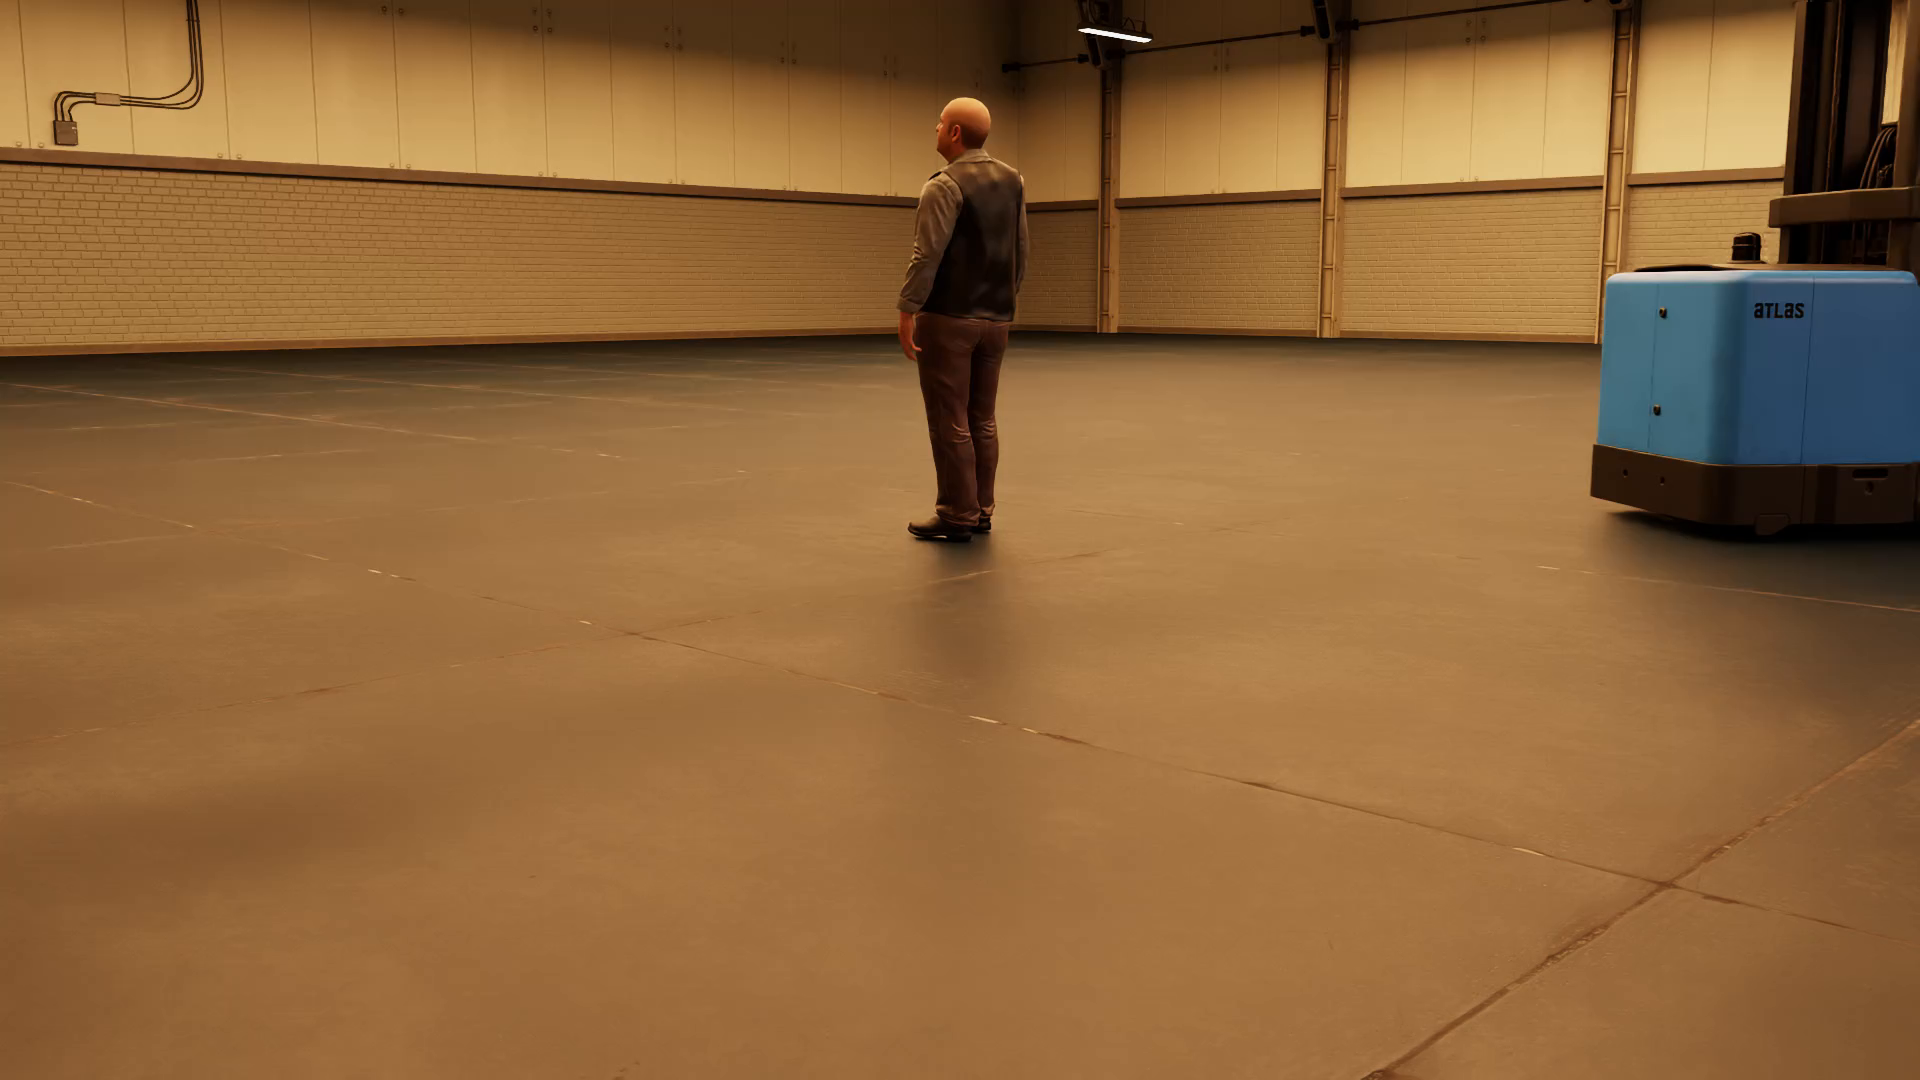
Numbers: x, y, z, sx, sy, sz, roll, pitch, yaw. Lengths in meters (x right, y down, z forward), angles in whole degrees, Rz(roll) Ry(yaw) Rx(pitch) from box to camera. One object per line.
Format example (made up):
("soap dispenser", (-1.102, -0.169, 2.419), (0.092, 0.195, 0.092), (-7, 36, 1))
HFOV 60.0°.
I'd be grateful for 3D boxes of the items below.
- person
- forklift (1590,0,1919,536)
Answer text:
("person", (-0.040, -0.865, 6.637), (0.566, 1.722, 0.633), (8, 12, 43))
("forklift", (4.419, -1.539, 7.095), (3.031, 2.935, 1.130), (-1, 9, -7))
